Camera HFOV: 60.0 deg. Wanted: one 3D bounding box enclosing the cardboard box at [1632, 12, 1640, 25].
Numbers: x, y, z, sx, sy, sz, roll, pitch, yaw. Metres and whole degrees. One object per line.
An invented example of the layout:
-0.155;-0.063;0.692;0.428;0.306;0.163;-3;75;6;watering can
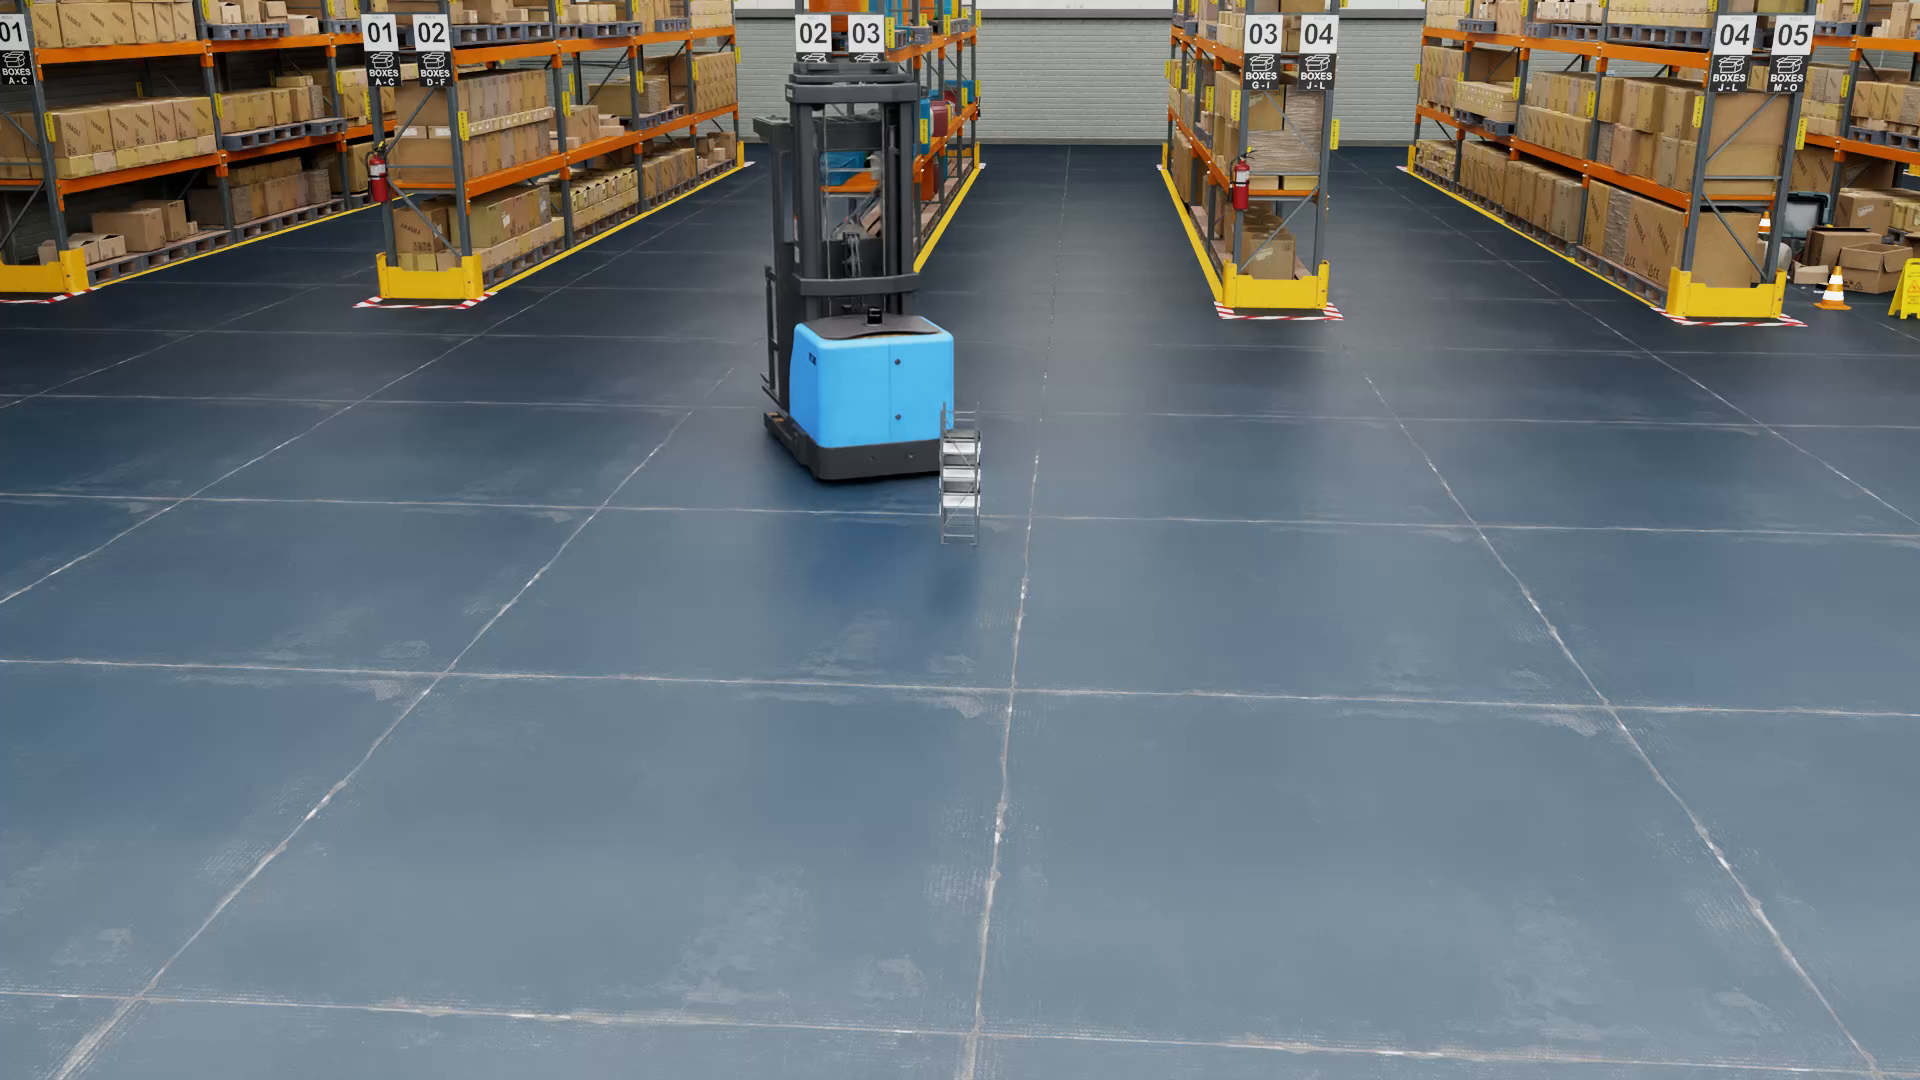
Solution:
8.404;-6.339;20.204;0.380;0.149;0.250;1;18;3;cardboard box

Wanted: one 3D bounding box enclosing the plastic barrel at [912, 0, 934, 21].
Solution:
-0.710;-8.708;26.500;0.600;0.830;0.708;1;18;4;plastic barrel

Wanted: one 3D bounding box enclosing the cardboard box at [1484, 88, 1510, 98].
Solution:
8.782;-7.293;27.135;0.380;0.149;0.250;1;18;4;cardboard box

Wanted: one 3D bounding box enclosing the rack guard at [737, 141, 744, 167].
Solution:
-5.126;-8.088;34.803;1.175;0.500;0.348;1;18;4;rack guard

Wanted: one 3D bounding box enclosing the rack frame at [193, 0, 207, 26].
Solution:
-10.922;-8.532;22.511;1.000;3.000;0.127;1;18;4;rack frame

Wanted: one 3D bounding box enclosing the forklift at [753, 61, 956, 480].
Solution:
-0.970;-2.248;13.078;1.130;2.935;3.031;-6;19;-17;forklift

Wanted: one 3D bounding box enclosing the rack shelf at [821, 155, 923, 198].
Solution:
-1.183;-4.497;20.987;1.077;0.370;4.000;1;18;4;rack shelf

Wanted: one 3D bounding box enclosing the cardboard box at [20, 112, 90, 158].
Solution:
-10.874;-4.875;19.989;0.500;0.500;0.500;1;18;4;cardboard box

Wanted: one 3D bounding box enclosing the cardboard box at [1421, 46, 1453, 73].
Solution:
9.403;-9.465;32.748;0.500;0.500;0.500;1;18;4;cardboard box

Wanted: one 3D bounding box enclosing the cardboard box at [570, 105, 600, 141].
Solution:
-5.798;-6.341;25.296;0.500;0.500;0.500;0;18;1;cardboard box

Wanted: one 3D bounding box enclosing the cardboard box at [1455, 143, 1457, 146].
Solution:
9.866;-7.653;32.411;0.380;0.149;0.250;1;18;2;cardboard box

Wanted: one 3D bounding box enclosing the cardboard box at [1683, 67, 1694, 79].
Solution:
14.296;-9.075;32.035;0.500;0.500;0.500;1;18;2;cardboard box

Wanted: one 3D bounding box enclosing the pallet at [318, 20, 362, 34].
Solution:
-10.642;-8.461;27.413;1.213;0.211;1.003;2;18;6;pallet

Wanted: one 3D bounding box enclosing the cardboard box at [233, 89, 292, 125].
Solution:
-10.726;-6.647;25.524;0.700;0.500;0.500;1;18;4;cardboard box

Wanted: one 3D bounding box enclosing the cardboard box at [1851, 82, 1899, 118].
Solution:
13.808;-6.625;25.011;0.500;0.500;0.500;1;18;2;cardboard box

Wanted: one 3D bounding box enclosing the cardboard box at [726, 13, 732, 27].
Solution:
-4.894;-10.488;33.537;0.500;0.250;0.500;1;18;4;cardboard box

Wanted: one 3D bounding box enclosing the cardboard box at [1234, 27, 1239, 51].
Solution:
3.427;-5.772;19.146;0.500;0.250;0.500;1;18;4;cardboard box

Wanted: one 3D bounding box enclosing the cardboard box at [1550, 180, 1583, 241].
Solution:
8.795;-4.533;22.879;1.050;0.750;0.750;1;18;4;cardboard box

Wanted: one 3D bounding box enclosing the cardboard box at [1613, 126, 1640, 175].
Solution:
8.653;-4.828;20.599;0.875;0.550;0.550;1;18;4;cardboard box

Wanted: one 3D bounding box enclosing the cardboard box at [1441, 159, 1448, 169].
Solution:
9.128;-6.951;30.747;0.380;0.149;0.250;1;18;2;cardboard box

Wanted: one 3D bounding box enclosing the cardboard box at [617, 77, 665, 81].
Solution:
-5.650;-7.947;29.523;0.700;0.500;0.500;4;19;13;cardboard box

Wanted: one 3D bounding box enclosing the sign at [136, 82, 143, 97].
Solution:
-11.475;-6.243;23.299;0.100;0.325;0.005;1;18;4;sign

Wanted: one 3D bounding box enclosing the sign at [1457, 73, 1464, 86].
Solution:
8.872;-8.114;29.477;0.100;0.325;0.005;1;18;4;sign

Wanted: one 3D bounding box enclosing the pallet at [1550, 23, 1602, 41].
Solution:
9.056;-7.237;23.679;1.003;0.211;1.213;2;18;6;pallet

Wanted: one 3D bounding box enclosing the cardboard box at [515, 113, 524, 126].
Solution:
-5.879;-5.444;21.519;0.380;0.149;0.250;2;18;5;cardboard box

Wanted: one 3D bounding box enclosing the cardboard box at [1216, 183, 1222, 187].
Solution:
4.098;-5.056;24.844;0.700;0.500;0.500;3;18;9;cardboard box

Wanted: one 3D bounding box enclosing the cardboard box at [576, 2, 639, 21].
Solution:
-5.696;-8.424;26.836;0.910;0.500;0.500;1;18;4;cardboard box

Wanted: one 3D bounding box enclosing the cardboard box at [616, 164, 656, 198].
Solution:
-5.376;-5.971;27.635;0.500;0.500;0.500;2;18;6;cardboard box

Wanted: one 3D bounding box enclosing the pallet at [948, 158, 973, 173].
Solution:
-0.278;-7.607;33.800;1.003;0.211;1.213;1;18;4;pallet

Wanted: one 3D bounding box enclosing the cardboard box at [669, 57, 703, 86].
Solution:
-5.093;-8.720;30.950;0.500;0.500;0.500;2;18;5;cardboard box

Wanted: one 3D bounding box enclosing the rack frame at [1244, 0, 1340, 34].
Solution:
3.613;-6.958;17.707;1.000;3.000;0.127;1;18;4;rack frame

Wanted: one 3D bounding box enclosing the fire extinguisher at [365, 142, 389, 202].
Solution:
-6.739;-4.267;19.252;0.296;0.674;0.183;1;18;4;fire extinguisher

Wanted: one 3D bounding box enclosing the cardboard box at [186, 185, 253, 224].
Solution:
-10.885;-4.932;24.465;0.700;0.500;0.500;2;18;6;cardboard box

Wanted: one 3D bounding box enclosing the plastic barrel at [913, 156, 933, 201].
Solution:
-0.735;-6.023;27.299;0.600;0.830;0.708;1;18;4;plastic barrel

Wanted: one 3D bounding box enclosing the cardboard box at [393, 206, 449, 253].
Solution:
-6.526;-3.752;20.095;0.500;0.500;0.500;1;18;4;cardboard box

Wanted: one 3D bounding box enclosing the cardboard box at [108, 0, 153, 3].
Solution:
-10.743;-7.145;21.295;0.500;0.500;0.500;1;18;2;cardboard box

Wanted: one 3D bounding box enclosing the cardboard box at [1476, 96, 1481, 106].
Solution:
8.817;-7.316;27.685;0.380;0.149;0.250;1;18;3;cardboard box

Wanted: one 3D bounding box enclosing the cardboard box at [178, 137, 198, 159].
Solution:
-10.697;-5.311;22.524;0.500;0.250;0.500;1;18;4;cardboard box

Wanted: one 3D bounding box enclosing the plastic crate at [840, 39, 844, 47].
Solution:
-1.490;-6.235;20.342;0.392;0.384;0.575;1;18;4;plastic crate

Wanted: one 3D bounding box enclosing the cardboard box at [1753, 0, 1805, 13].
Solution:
8.844;-5.852;18.077;0.500;0.250;0.500;1;18;4;cardboard box

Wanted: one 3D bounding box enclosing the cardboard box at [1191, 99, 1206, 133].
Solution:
3.975;-6.799;26.693;0.500;0.500;0.500;2;18;6;cardboard box

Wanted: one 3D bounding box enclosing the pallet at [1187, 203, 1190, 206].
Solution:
4.409;-5.888;28.554;1.003;0.211;1.213;1;18;4;pallet

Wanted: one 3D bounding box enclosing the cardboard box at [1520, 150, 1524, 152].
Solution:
9.502;-6.338;27.584;0.500;0.250;0.500;1;18;4;cardboard box

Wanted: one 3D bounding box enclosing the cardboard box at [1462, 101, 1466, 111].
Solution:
8.891;-7.497;28.714;0.380;0.149;0.250;1;18;4;cardboard box

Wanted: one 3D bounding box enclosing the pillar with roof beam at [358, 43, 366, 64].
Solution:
-6.867;-11.158;30.523;9.100;9.000;0.400;1;18;4;pillar with roof beam

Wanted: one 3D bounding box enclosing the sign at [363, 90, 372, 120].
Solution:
-6.807;-5.009;19.153;0.100;0.325;0.005;1;18;4;sign

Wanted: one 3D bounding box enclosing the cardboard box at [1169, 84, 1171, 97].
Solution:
4.457;-9.004;33.347;0.500;0.250;0.500;1;18;2;cardboard box

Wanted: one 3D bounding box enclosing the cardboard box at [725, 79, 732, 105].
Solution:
-4.914;-9.040;33.535;0.500;0.500;0.500;1;18;4;cardboard box

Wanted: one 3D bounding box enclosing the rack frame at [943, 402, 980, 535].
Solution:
0.008;-0.462;10.887;0.240;0.900;0.006;1;18;4;rack frame

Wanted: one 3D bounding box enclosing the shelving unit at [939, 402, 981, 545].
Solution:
0.001;-0.430;10.791;0.258;0.900;0.210;1;18;4;shelving unit

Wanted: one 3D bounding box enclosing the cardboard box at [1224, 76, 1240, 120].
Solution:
3.519;-5.414;20.384;0.500;0.500;0.500;1;18;4;cardboard box

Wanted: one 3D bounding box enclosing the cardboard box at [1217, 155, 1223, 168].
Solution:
3.496;-4.860;21.342;0.380;0.149;0.250;1;18;4;cardboard box

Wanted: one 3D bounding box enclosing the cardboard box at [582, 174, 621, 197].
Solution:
-5.555;-5.488;25.694;0.500;0.311;0.500;1;18;4;cardboard box

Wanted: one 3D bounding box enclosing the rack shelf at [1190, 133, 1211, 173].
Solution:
4.044;-5.629;24.441;1.077;0.370;4.000;1;18;4;rack shelf

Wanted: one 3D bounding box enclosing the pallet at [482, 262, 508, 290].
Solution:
-6.254;-3.243;20.482;1.003;0.211;1.213;1;18;4;pallet

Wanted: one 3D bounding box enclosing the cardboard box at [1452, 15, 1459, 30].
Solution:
9.227;-9.360;30.094;0.500;0.250;0.500;1;18;4;cardboard box
